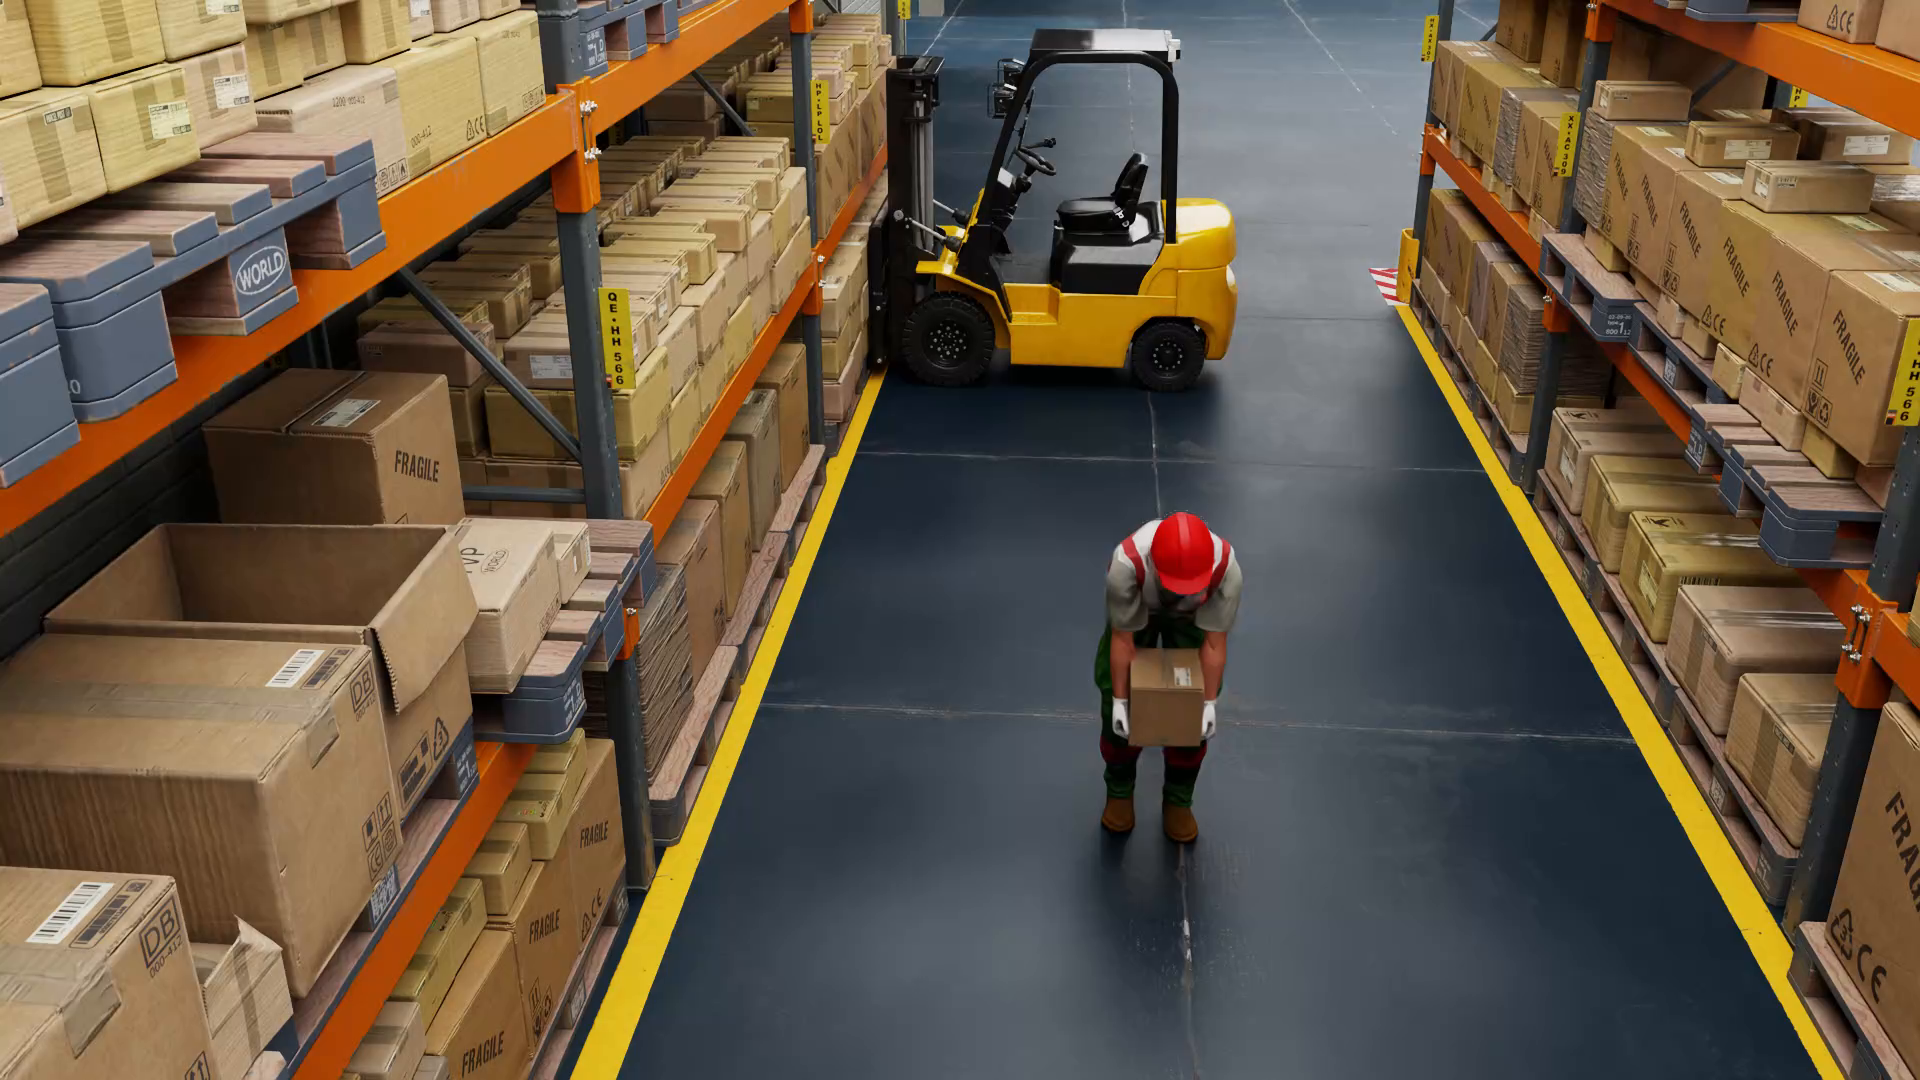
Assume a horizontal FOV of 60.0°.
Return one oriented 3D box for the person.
[{"bbox_3d":[0.728,0.466,5.923,0.484,1.472,0.858,1,24,3],"label":"person"}]
